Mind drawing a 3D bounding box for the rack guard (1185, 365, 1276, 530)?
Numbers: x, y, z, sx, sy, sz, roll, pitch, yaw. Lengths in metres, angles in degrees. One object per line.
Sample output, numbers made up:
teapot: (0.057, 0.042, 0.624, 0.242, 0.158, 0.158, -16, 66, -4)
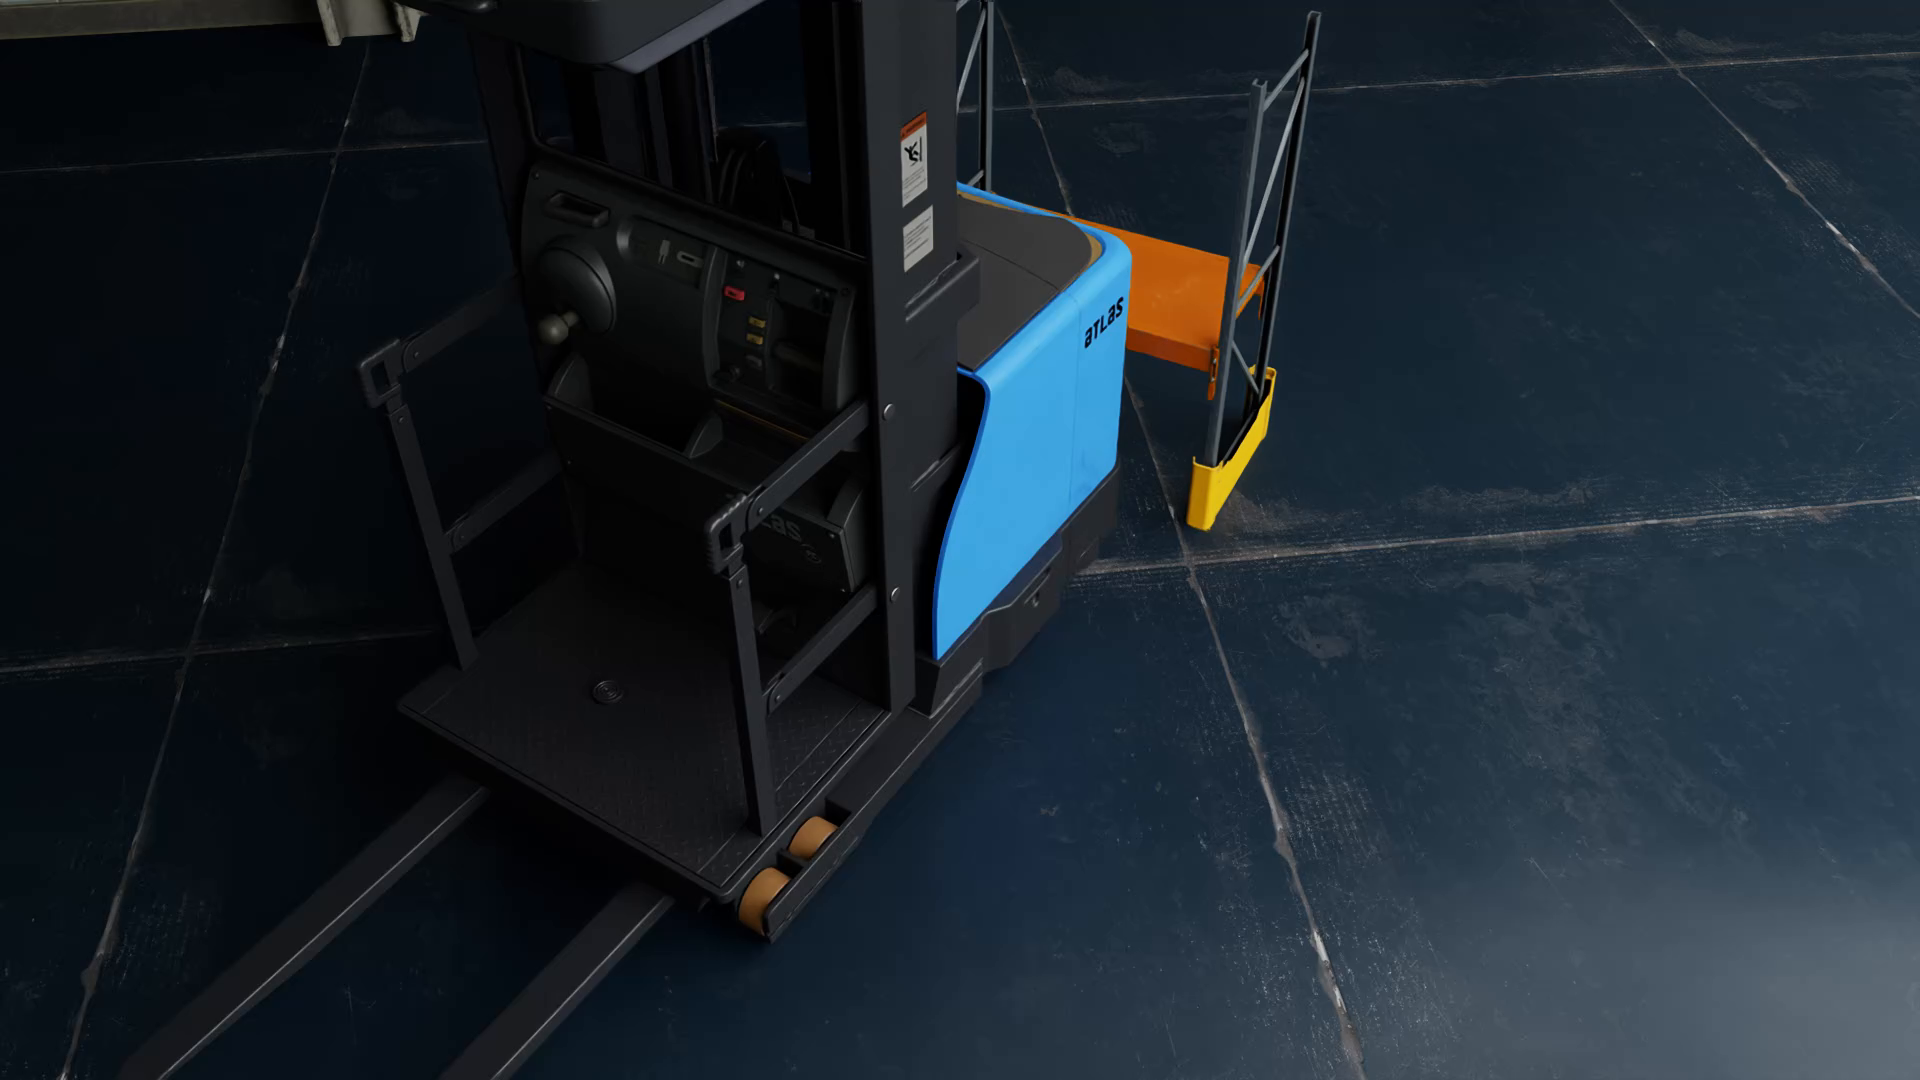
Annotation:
rack guard: (0.882, -0.308, 5.404, 0.087, 0.250, 0.587, 19, 45, 20)

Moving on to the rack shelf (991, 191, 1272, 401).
rack shelf: (0.431, -0.792, 5.277, 1.000, 0.185, 0.538, 19, 45, 20)

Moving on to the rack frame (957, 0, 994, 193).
rack frame: (-0.022, -1.081, 5.328, 0.032, 1.500, 0.500, 19, 45, 20)

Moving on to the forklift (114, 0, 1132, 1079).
forklift: (-0.736, -0.468, 3.580, 1.130, 2.935, 3.031, 24, 47, 24)

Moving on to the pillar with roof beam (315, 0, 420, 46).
pillar with roof beam: (-2.244, -2.927, 1.777, 0.400, 9.000, 9.100, -5, 42, -6)

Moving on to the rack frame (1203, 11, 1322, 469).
rack frame: (0.884, -0.771, 4.985, 0.032, 1.500, 0.500, 19, 45, 20)

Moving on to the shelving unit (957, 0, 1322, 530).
shelving unit: (0.439, -0.923, 5.154, 1.083, 1.500, 0.587, 19, 45, 20)
